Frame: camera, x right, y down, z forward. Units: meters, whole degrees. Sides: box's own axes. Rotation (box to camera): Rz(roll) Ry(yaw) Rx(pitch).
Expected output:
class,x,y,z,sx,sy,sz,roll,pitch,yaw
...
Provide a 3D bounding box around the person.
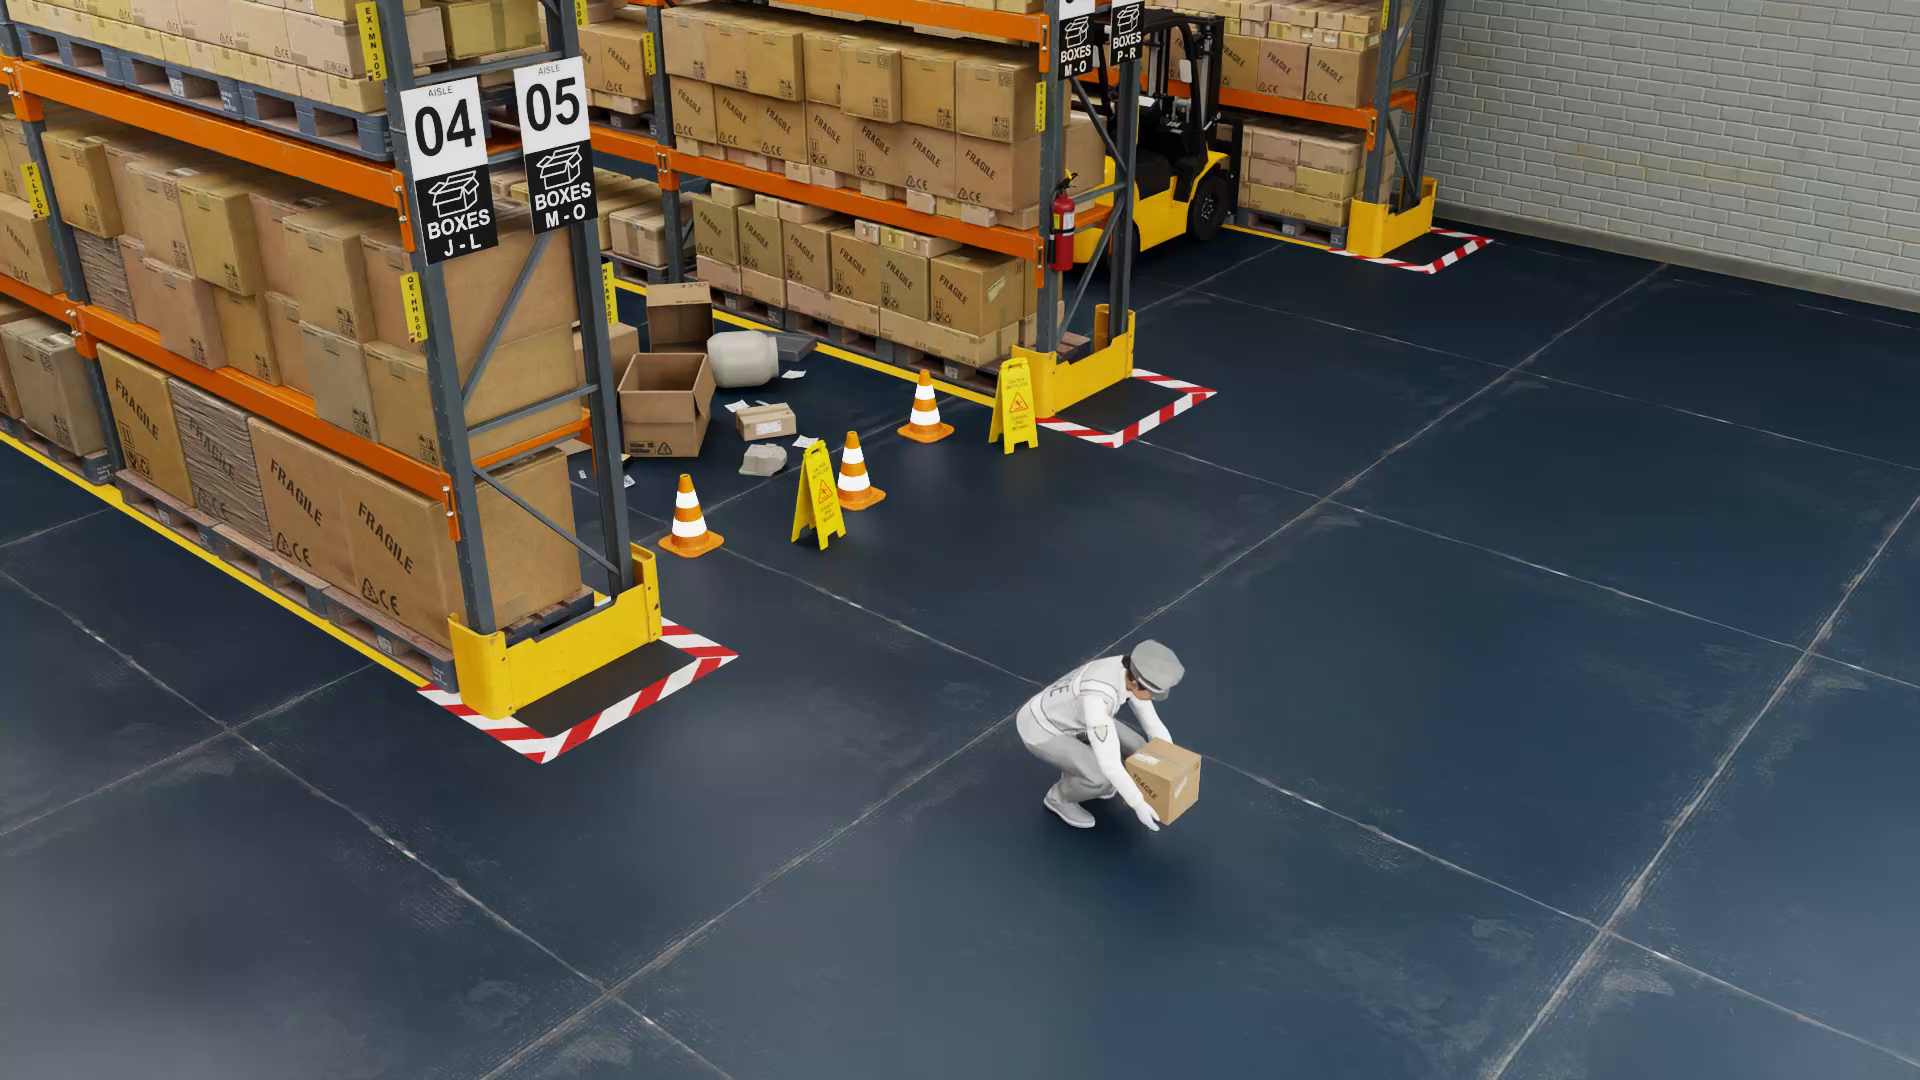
class,x,y,z,sx,sy,sz,roll,pitch,yaw
person,0.667,0.871,7.716,0.836,0.971,0.467,20,34,34
